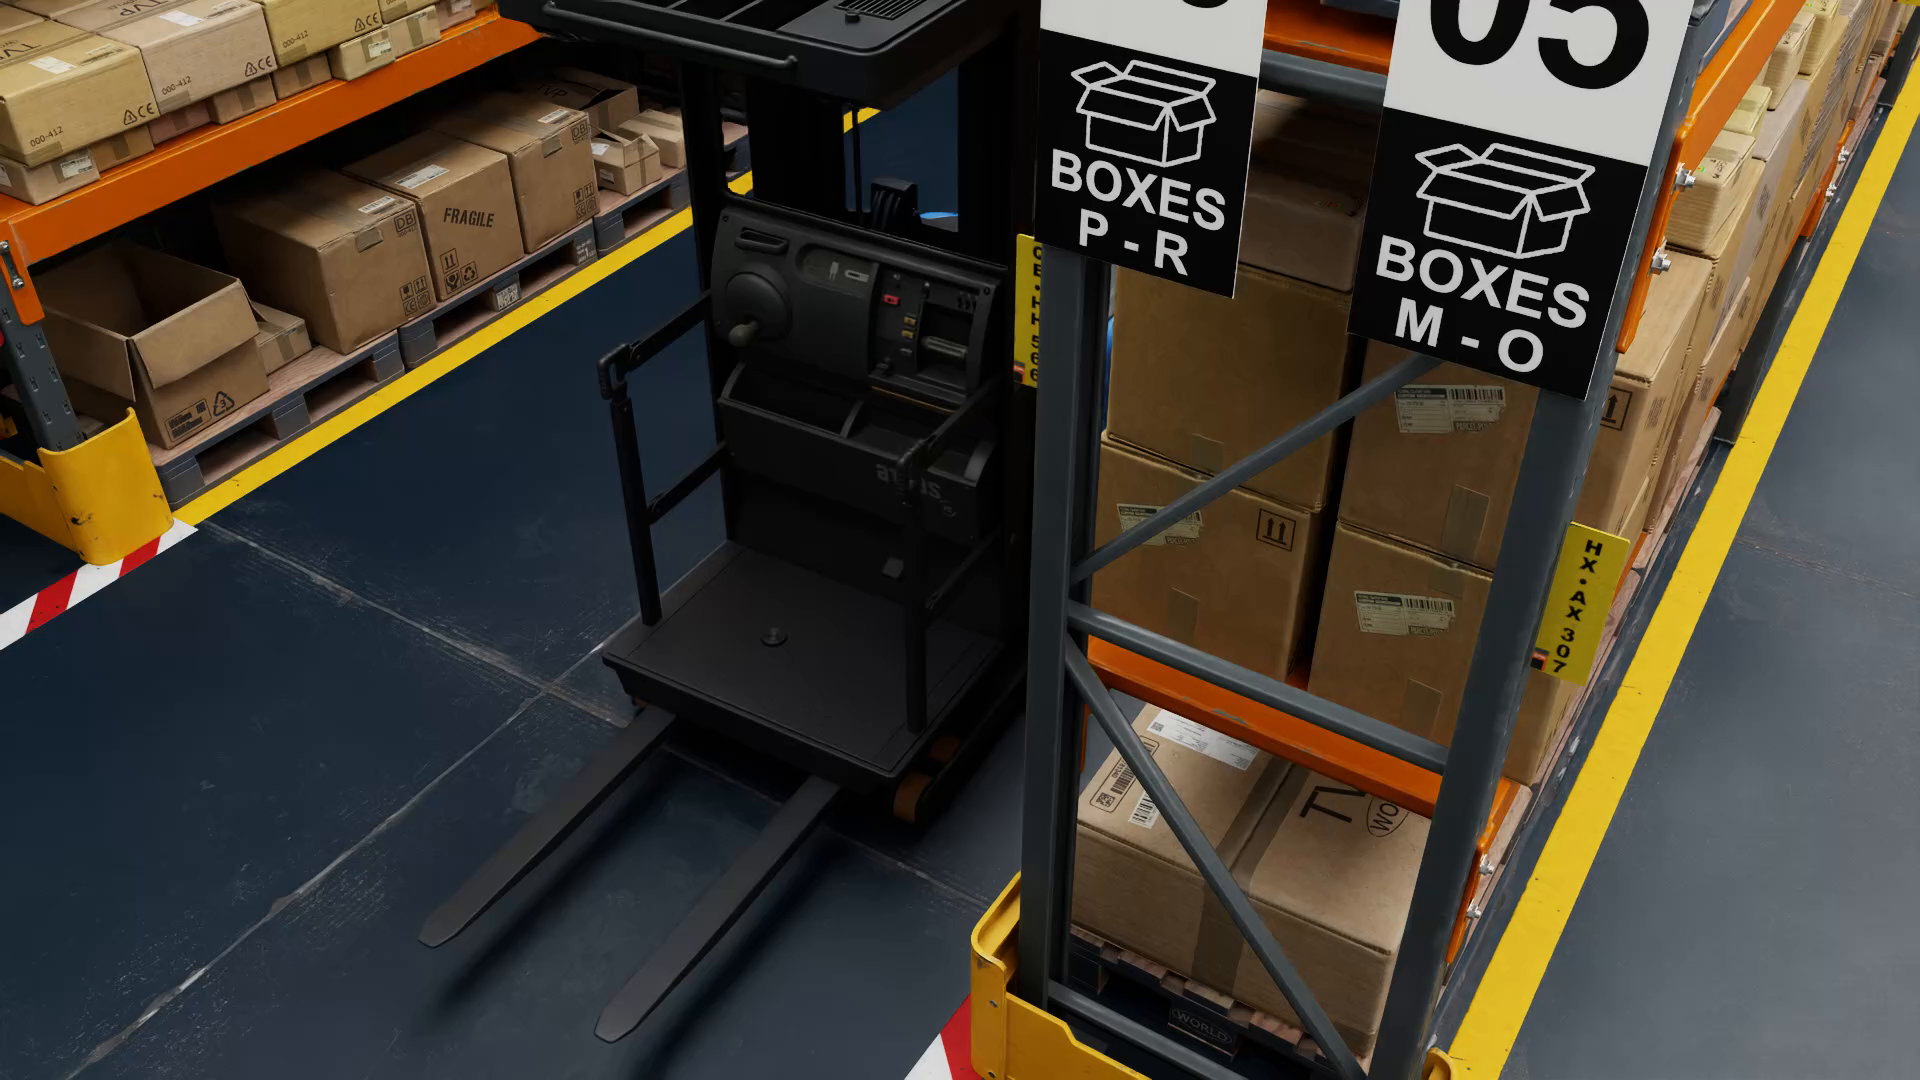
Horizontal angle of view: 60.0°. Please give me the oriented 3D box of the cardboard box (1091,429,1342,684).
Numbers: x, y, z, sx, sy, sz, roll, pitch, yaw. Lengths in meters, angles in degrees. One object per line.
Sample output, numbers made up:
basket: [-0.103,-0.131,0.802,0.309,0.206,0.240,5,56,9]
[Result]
cardboard box: [0.636,-0.071,3.803,0.500,0.500,0.500,21,42,25]

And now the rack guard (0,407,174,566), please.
rack guard: [-3.551,-0.367,6.316,1.175,0.500,0.348,21,42,25]

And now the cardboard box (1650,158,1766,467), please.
cardboard box: [1.370,-0.554,3.611,0.500,0.500,0.500,20,42,24]

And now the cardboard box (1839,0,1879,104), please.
cardboard box: [2.446,-1.601,4.969,0.500,0.500,0.500,21,42,24]

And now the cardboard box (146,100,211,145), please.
cardboard box: [-2.975,-1.591,6.062,0.380,0.149,0.250,21,42,25]

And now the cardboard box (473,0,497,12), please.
cardboard box: [-2.156,-2.386,7.094,0.380,0.149,0.250,22,43,26]

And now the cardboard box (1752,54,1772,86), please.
cardboard box: [1.564,-1.030,3.697,0.380,0.149,0.250,22,43,26]

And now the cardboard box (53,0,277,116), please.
cardboard box: [-2.851,-1.782,5.983,0.500,0.250,0.500,22,43,26]

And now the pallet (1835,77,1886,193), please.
pallet: [4.401,-2.334,9.104,1.003,0.211,1.213,21,42,25]

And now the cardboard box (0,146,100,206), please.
cardboard box: [-3.184,-1.298,5.682,0.380,0.149,0.250,21,42,25]

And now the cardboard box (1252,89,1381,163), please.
cardboard box: [0.740,-0.777,3.370,0.380,0.149,0.250,22,43,26]

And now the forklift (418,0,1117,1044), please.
forklift: [-0.424,-0.608,4.638,1.130,2.935,3.031,19,42,23]

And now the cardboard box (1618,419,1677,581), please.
cardboard box: [1.348,-0.159,3.917,0.500,0.500,0.500,21,42,25]

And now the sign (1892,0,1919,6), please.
sign: [3.214,-1.951,5.550,0.100,0.325,0.005,21,42,25]

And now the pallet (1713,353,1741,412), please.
pallet: [3.094,-1.076,7.473,1.003,0.211,1.213,21,42,25]

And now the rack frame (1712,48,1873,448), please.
rack frame: [2.744,-1.758,6.073,1.000,3.000,0.127,21,42,25]

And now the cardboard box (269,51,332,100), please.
cardboard box: [-2.651,-1.840,6.385,0.380,0.149,0.250,22,43,26]

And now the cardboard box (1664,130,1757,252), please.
cardboard box: [1.342,-0.736,3.315,0.380,0.149,0.250,23,43,26]

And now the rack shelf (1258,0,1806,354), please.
rack shelf: [1.673,-1.630,4.040,1.077,0.370,4.000,21,42,25]

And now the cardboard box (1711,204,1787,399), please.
cardboard box: [1.890,-0.679,4.592,0.500,0.500,0.500,23,43,27]

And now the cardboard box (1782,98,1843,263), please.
cardboard box: [2.441,-1.208,5.278,0.500,0.500,0.500,20,42,24]

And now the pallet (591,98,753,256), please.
pallet: [-1.818,-1.921,8.570,1.003,0.211,1.213,21,42,25]

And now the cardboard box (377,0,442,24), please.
cardboard box: [-2.327,-2.315,6.675,0.500,0.250,0.500,20,42,24]

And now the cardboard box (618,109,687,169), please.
cardboard box: [-1.499,-2.033,8.422,0.380,0.149,0.250,20,42,24]

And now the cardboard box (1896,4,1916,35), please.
cardboard box: [3.767,-2.365,6.984,0.500,0.250,0.500,21,42,25]

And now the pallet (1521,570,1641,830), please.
pallet: [1.618,0.344,5.630,1.003,0.211,1.213,21,42,25]

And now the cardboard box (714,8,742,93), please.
cardboard box: [-1.000,-2.732,9.040,0.500,0.500,0.500,23,43,27]

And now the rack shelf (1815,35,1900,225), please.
rack shelf: [3.816,-2.504,7.630,1.077,0.370,4.000,21,42,25]

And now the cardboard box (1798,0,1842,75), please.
cardboard box: [1.892,-1.266,4.004,0.380,0.149,0.250,20,42,24]

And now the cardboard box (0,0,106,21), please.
cardboard box: [-3.292,-1.965,6.222,0.500,0.250,0.500,21,42,25]

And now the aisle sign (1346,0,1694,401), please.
aisle sign: [0.808,-0.593,2.434,0.394,0.787,0.004,21,42,25]

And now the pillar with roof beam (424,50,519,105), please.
pillar with roof beam: [1.052,-4.283,4.436,9.100,9.000,0.400,21,42,25]

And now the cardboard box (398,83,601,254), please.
cardboard box: [-2.137,-1.741,7.755,0.700,0.500,0.500,20,42,23]

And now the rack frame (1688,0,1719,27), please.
rack frame: [0.601,-2.072,1.567,1.000,3.000,0.127,21,42,25]

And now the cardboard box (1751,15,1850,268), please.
cardboard box: [1.906,-1.080,4.293,0.500,0.500,0.500,21,42,25]

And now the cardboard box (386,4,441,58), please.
cardboard box: [-2.328,-2.088,6.707,0.380,0.149,0.250,22,43,26]

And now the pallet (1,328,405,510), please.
pallet: [-3.125,-0.663,6.938,1.003,0.211,1.213,21,42,25]

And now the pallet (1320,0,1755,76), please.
pallet: [0.990,-1.234,3.010,1.003,0.211,1.213,21,42,25]

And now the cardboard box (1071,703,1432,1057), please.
cardboard box: [0.870,0.780,4.536,0.875,0.438,0.875,20,42,24]

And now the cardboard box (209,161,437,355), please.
cardboard box: [-2.693,-1.206,7.061,0.700,0.500,0.500,23,43,27]

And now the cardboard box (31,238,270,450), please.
cardboard box: [-3.184,-0.779,6.505,0.797,0.503,0.637,19,42,23]

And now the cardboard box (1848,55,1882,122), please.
cardboard box: [3.203,-1.839,6.301,0.500,0.250,0.500,20,42,24]

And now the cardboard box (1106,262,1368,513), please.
cardboard box: [0.659,-0.458,3.486,0.500,0.500,0.500,23,43,27]

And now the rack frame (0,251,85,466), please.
rack frame: [-3.592,-1.317,5.502,1.000,3.000,0.127,21,42,25]
